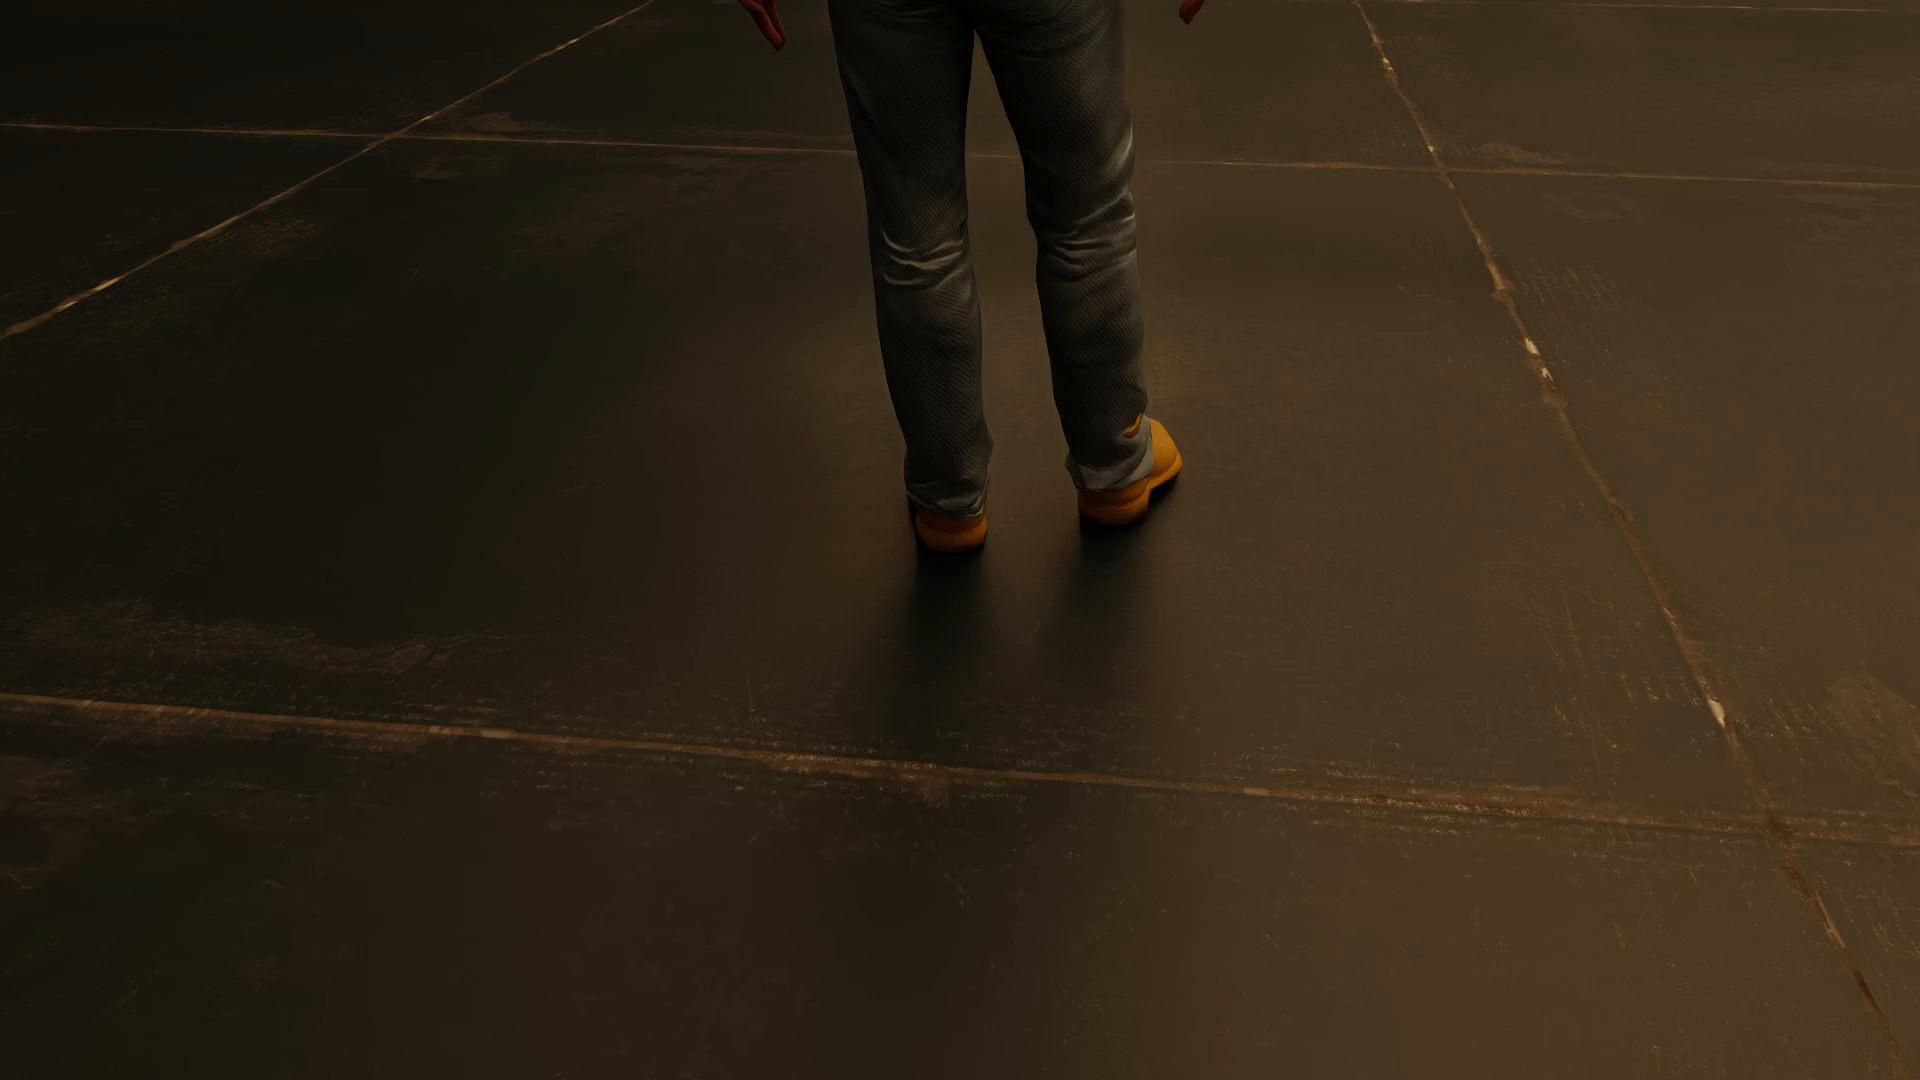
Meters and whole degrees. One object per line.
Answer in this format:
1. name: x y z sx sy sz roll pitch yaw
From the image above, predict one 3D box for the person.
1. person: 0.015 -0.828 2.164 0.665 1.768 0.575 3 27 7
